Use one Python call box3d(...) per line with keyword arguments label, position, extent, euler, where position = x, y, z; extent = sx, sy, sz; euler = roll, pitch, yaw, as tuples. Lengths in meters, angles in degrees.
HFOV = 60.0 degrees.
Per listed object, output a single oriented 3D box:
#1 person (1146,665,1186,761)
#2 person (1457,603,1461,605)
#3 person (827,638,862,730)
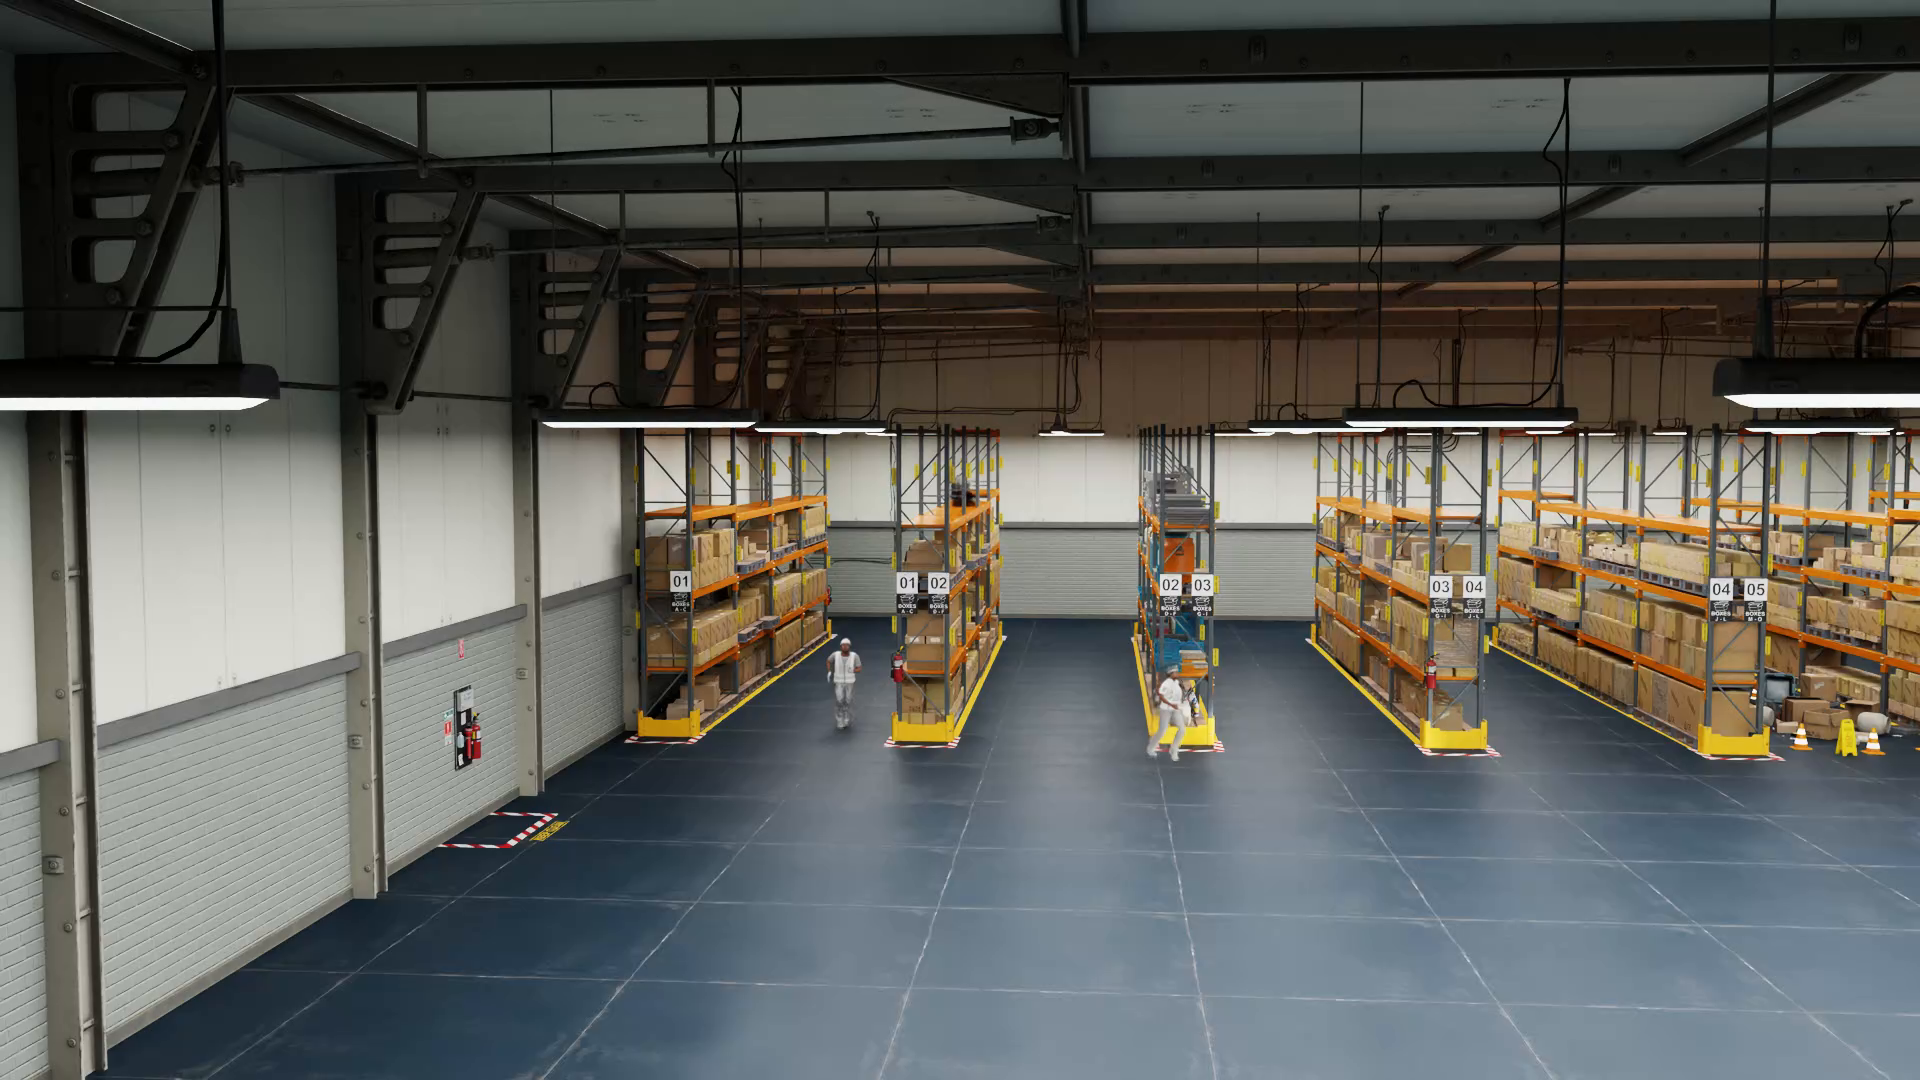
box3d(label="person", position=(3.761, 3.087, 29.819), extent=(0.664, 1.711, 0.680), euler=(-3, 5, -42))
box3d(label="person", position=(13.557, 2.044, 45.858), extent=(0.821, 1.755, 0.846), euler=(2, 4, 27))
box3d(label="person", position=(-2.276, 2.838, 32.826), extent=(0.668, 1.801, 0.709), euler=(-1, 4, -9))
